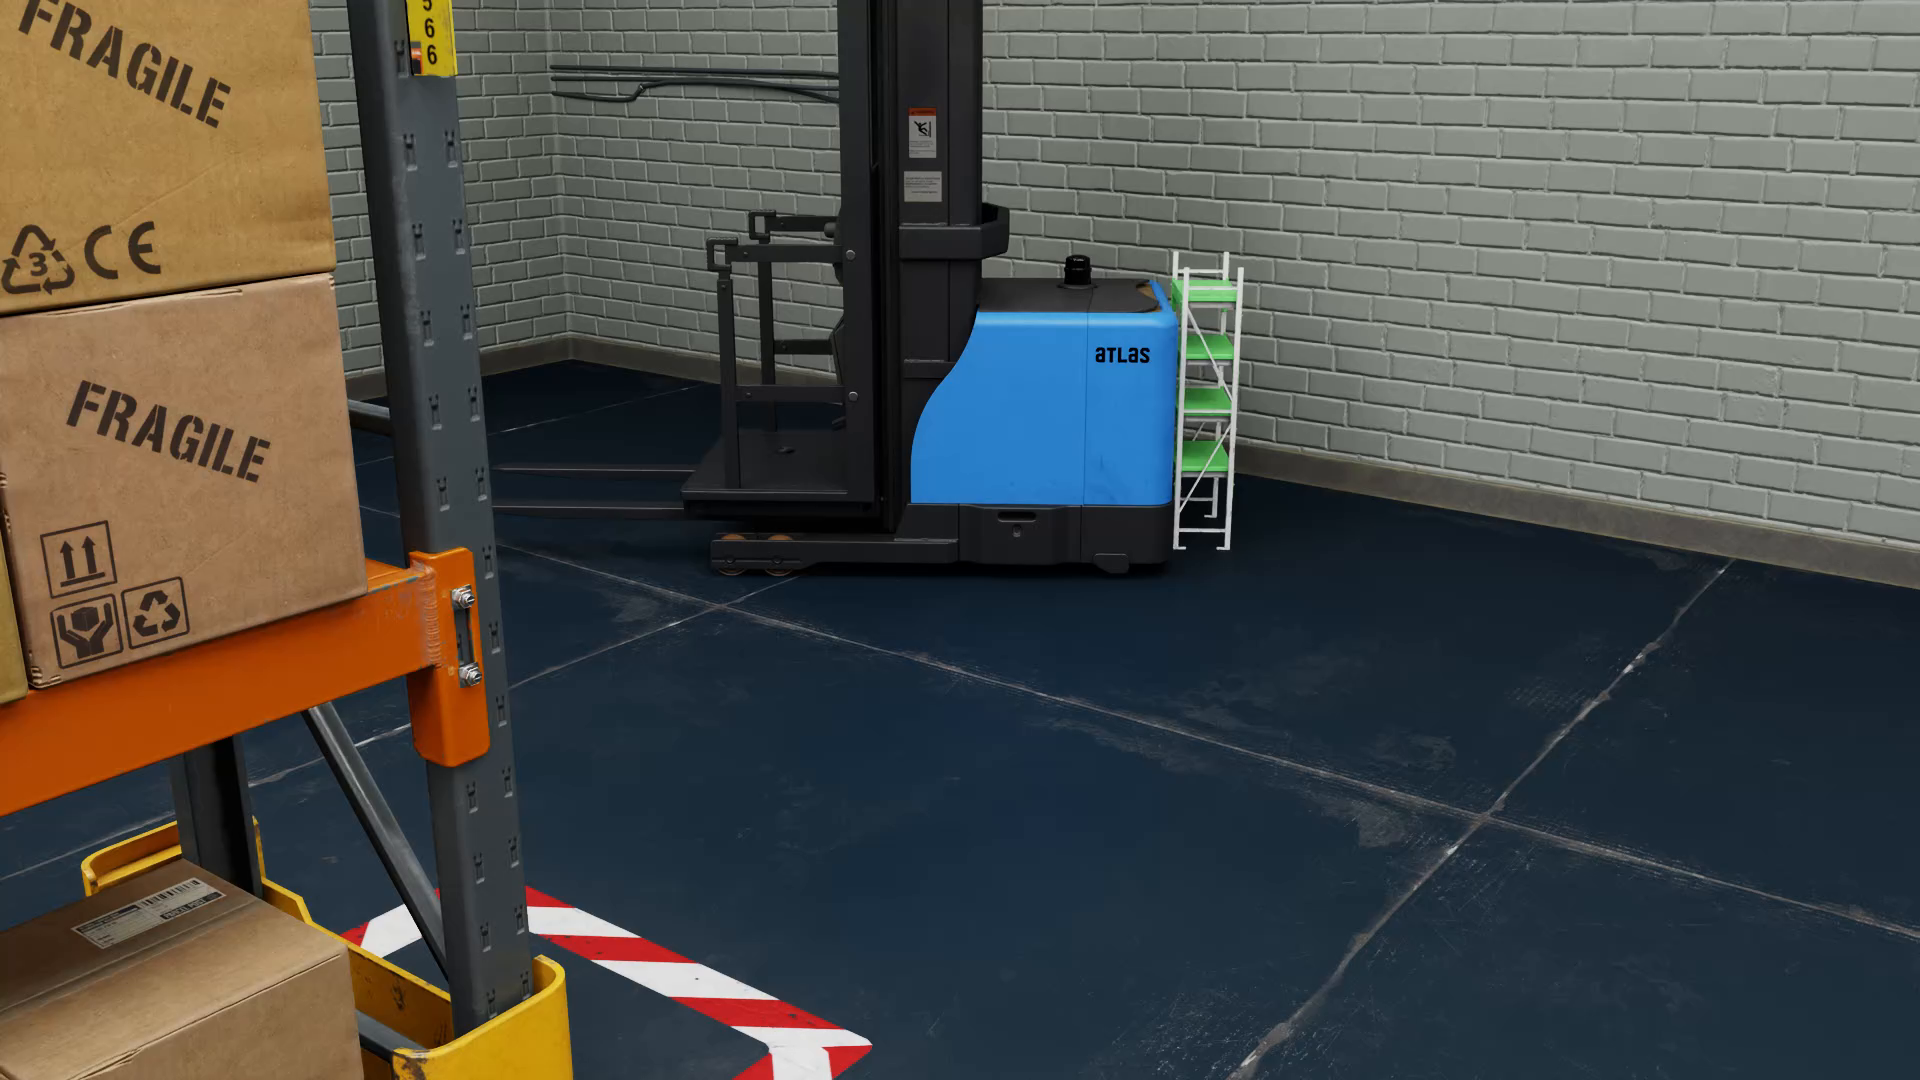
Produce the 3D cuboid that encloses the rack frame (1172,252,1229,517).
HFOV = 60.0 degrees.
[{"bbox_3d":[1.049,-0.679,7.407,0.240,1.200,0.015,1,17,2],"label":"rack frame"}]

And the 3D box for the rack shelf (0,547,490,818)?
[{"bbox_3d":[-2.408,0.573,1.554,1.077,0.370,4.000,12,21,35],"label":"rack shelf"}]

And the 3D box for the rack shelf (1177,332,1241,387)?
[{"bbox_3d":[1.041,-0.775,7.122,0.258,0.148,0.480,1,17,2],"label":"rack shelf"}]

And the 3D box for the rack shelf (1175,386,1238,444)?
[{"bbox_3d":[1.041,-0.546,7.193,0.258,0.148,0.480,1,17,2],"label":"rack shelf"}]

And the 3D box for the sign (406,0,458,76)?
[{"bbox_3d":[-0.782,-0.848,2.431,0.100,0.325,0.005,12,21,35],"label":"sign"}]

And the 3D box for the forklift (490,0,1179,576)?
[{"bbox_3d":[-0.628,-1.408,6.835,3.031,2.935,1.130,1,17,2],"label":"forklift"}]

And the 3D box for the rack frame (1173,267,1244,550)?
[{"bbox_3d":[1.033,-0.534,6.941,0.240,1.200,0.015,1,17,2],"label":"rack frame"}]

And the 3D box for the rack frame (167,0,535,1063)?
[{"bbox_3d":[-1.216,-0.247,2.981,1.000,3.000,0.127,12,21,35],"label":"rack frame"}]

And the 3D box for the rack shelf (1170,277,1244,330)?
[{"bbox_3d":[1.041,-1.004,7.051,0.258,0.148,0.480,1,17,2],"label":"rack shelf"}]

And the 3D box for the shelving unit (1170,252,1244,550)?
[{"bbox_3d":[1.041,-0.607,7.174,0.258,1.200,0.503,1,17,2],"label":"shelving unit"}]

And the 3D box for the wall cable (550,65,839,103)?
[{"bbox_3d":[-1.540,-3.788,9.503,3.097,2.526,0.112,12,21,35],"label":"wall cable"}]

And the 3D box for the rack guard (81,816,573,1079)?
[{"bbox_3d":[-1.261,0.965,3.294,1.175,0.500,0.348,12,21,35],"label":"rack guard"}]

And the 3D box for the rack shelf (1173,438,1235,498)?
[{"bbox_3d":[1.041,-0.317,7.265,0.258,0.148,0.480,1,17,2],"label":"rack shelf"}]

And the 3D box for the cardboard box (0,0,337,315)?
[{"bbox_3d":[-1.261,-0.618,2.320,0.500,0.500,0.500,12,21,34],"label":"cardboard box"}]

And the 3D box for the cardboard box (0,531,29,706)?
[{"bbox_3d":[-1.571,-0.016,2.068,0.500,0.500,0.500,13,21,35],"label":"cardboard box"}]

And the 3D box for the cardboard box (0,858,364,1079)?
[{"bbox_3d":[-1.342,0.910,2.730,0.500,0.500,0.500,12,21,35],"label":"cardboard box"}]

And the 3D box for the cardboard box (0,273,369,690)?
[{"bbox_3d":[-1.264,-0.140,2.468,0.500,0.500,0.500,13,22,36],"label":"cardboard box"}]
